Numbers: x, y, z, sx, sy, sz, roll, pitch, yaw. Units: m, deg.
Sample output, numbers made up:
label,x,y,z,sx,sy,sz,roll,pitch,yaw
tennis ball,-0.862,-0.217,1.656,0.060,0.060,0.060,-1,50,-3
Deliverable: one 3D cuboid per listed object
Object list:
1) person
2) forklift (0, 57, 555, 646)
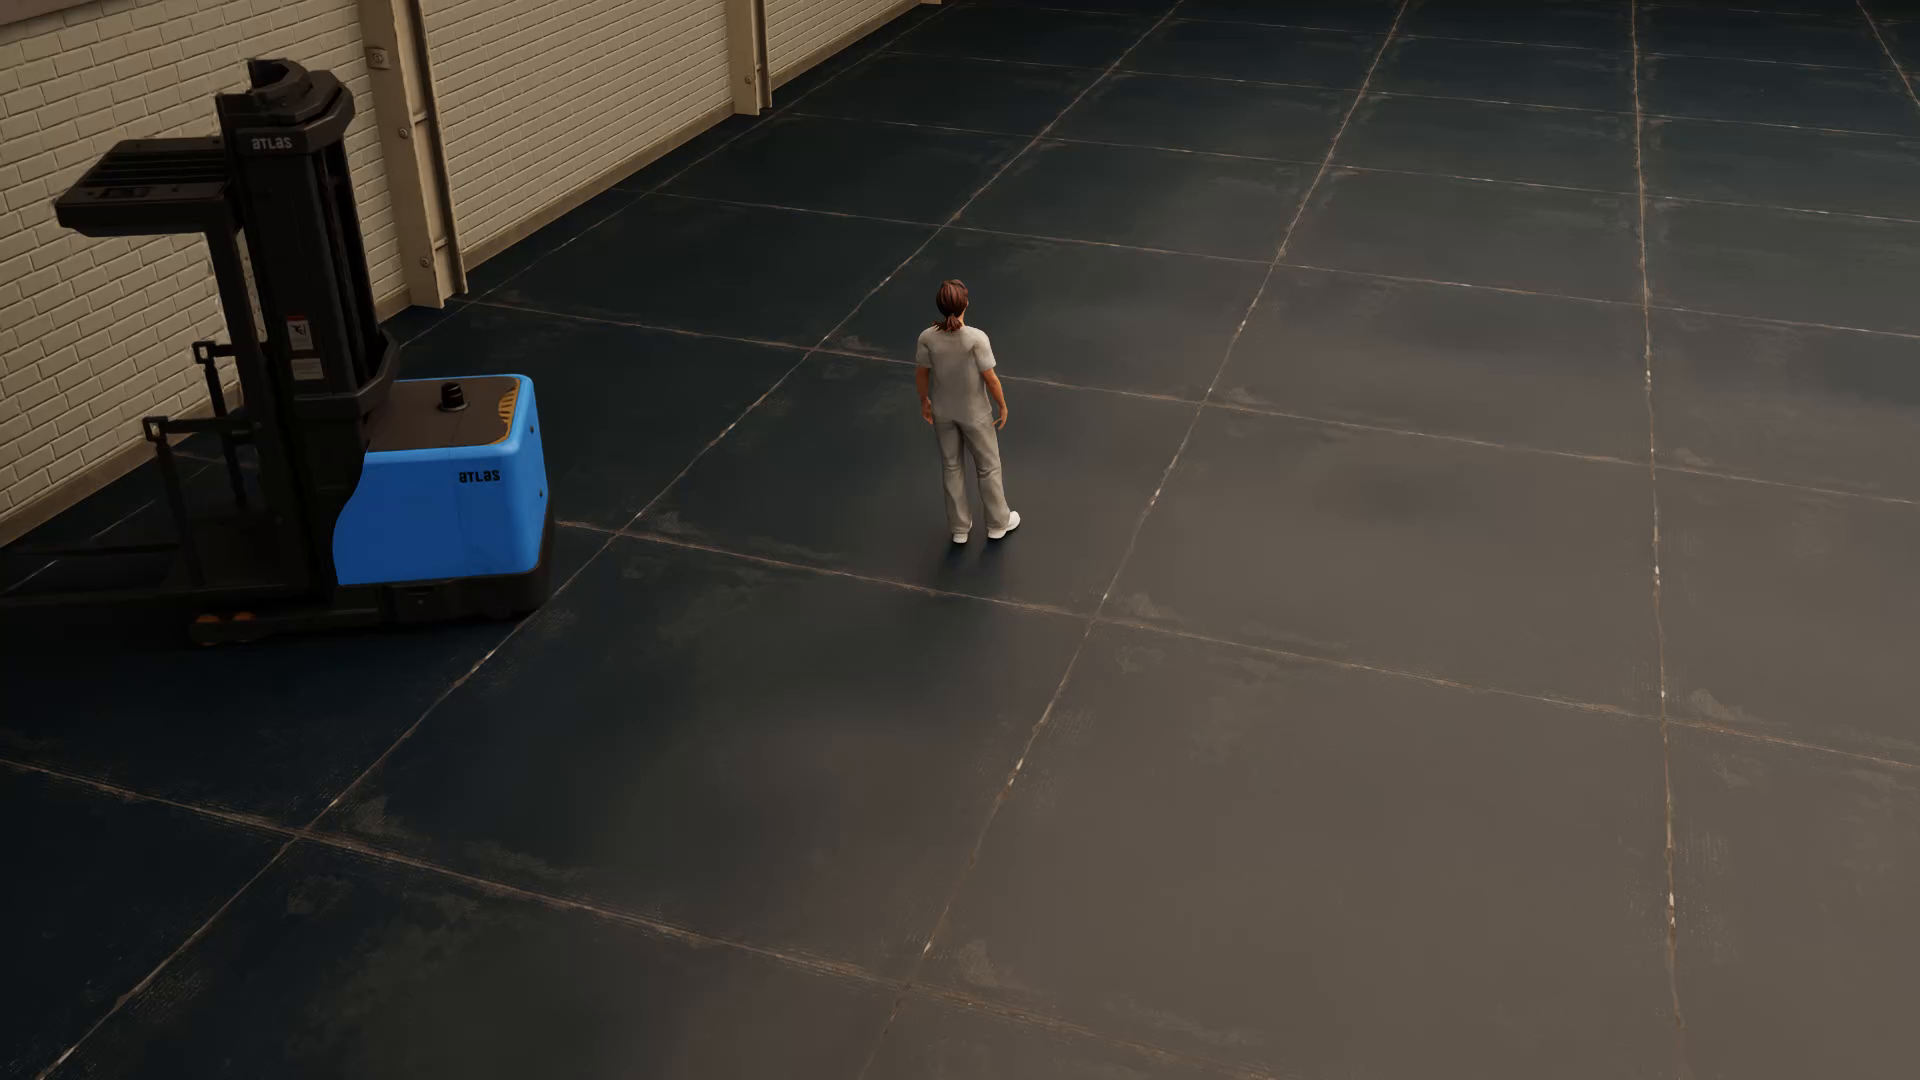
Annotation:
label,x,y,z,sx,sy,sz,roll,pitch,yaw
person,0.036,-0.766,9.734,0.550,1.675,0.549,10,31,16
forklift,-3.895,-0.975,8.848,3.031,2.935,1.130,-4,30,-7
